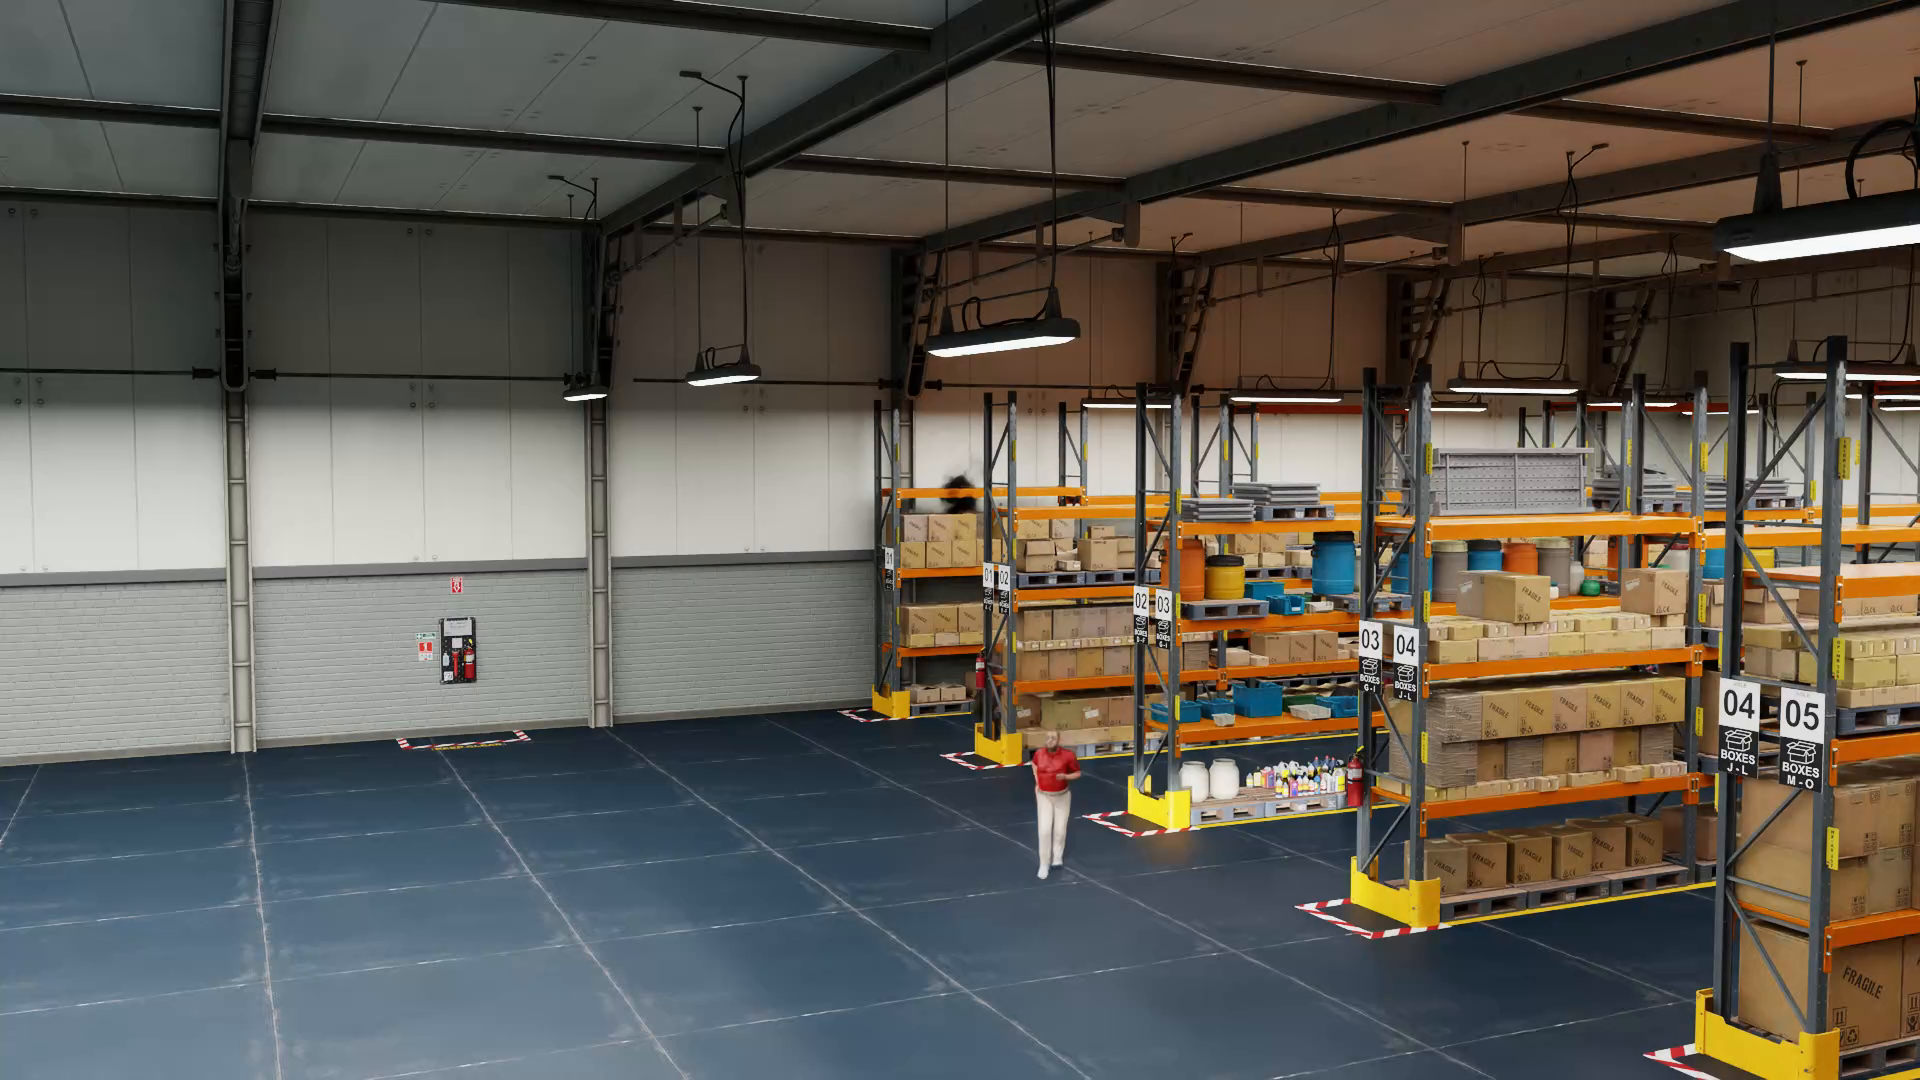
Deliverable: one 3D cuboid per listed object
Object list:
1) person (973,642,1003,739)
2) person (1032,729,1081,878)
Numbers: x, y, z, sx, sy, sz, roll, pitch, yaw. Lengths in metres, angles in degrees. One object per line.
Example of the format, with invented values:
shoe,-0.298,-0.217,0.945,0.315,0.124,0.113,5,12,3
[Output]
person,0.519,2.621,28.818,0.621,1.745,0.721,-2,4,-29
person,1.150,3.163,19.980,0.625,1.810,0.794,1,3,9
